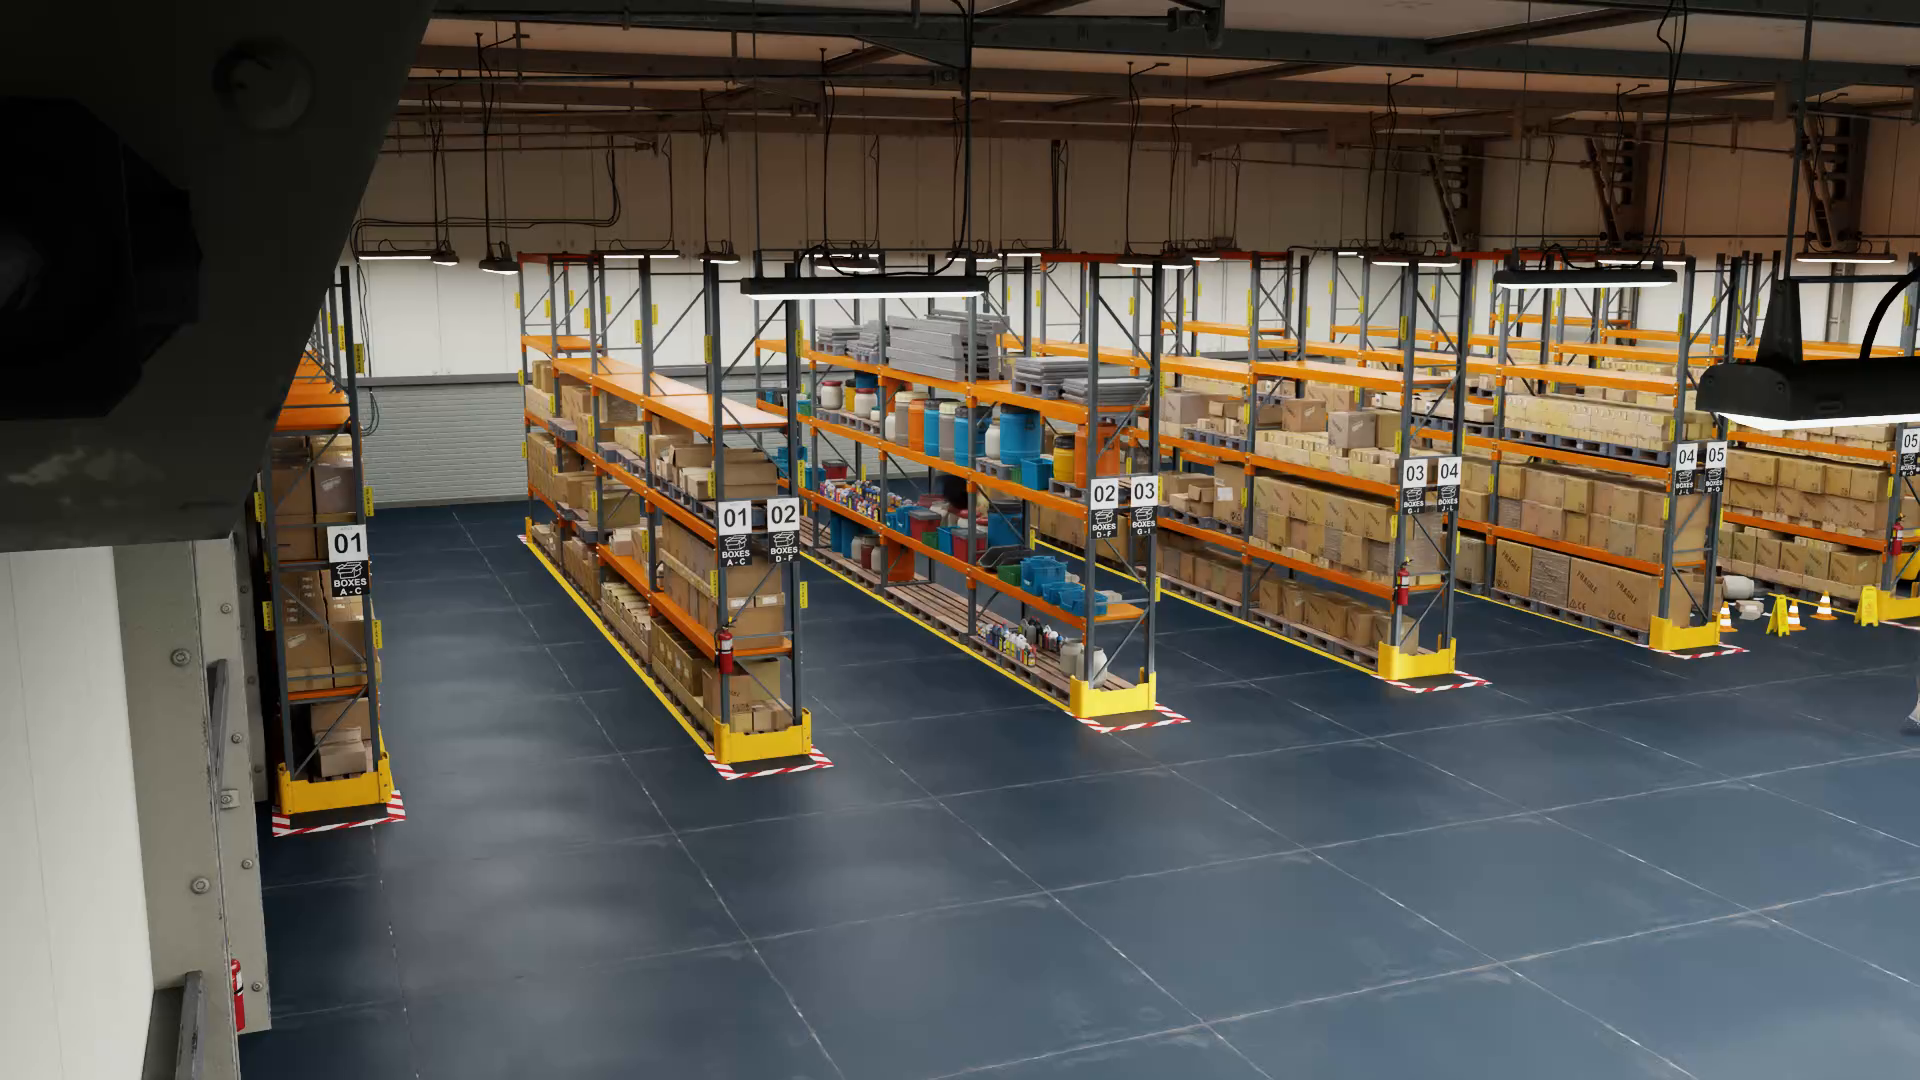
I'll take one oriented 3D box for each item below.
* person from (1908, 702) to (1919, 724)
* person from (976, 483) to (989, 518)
[{"bbox_3d":[12.657,1.652,21.208,0.837,1.788,0.640,2,11,12],"label":"person"},{"bbox_3d":[0.385,-0.349,32.326,0.558,1.708,0.669,-6,12,-29],"label":"person"}]
